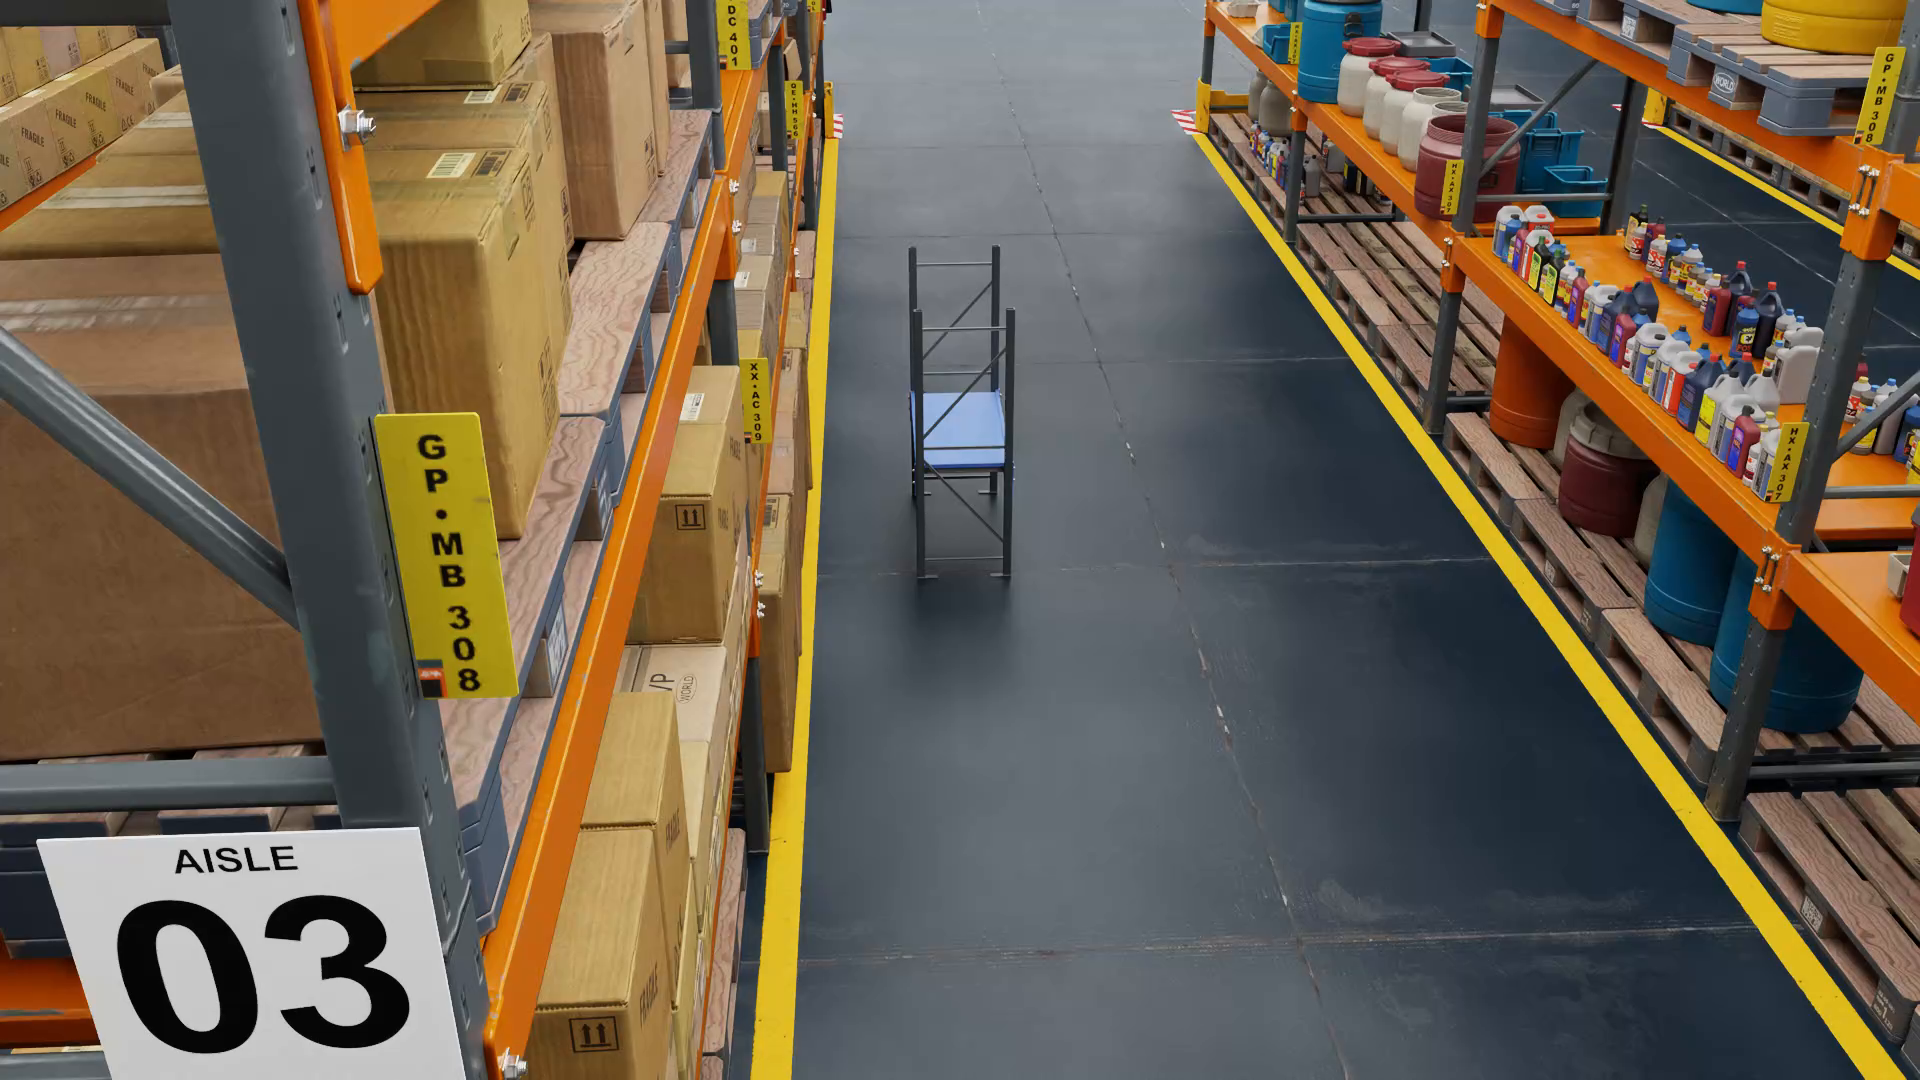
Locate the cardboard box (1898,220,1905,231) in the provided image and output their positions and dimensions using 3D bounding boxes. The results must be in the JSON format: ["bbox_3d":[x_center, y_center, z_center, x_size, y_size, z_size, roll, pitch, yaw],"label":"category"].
[{"bbox_3d":[7.967,-2.768,13.834,0.500,0.250,0.500,-2,28,-4],"label":"cardboard box"}]

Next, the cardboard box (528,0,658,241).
[{"bbox_3d":[-1.157,-1.058,4.121,0.700,0.500,0.500,0,28,0],"label":"cardboard box"}]

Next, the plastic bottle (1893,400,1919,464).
[{"bbox_3d":[4.035,-0.463,7.034,0.097,0.271,0.097,0,28,0],"label":"plastic bottle"}]

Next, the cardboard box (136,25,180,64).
[{"bbox_3d":[-6.689,-3.920,13.359,0.875,0.550,0.550,-1,28,-3],"label":"cardboard box"}]

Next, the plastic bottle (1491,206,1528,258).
[{"bbox_3d":[3.155,-1.766,9.526,0.152,0.276,0.135,-1,28,-3],"label":"plastic bottle"}]

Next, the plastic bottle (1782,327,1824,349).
[{"bbox_3d":[3.960,-0.884,7.835,0.152,0.276,0.135,-1,28,-3],"label":"plastic bottle"}]

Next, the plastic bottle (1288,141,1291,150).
[{"bbox_3d":[3.000,-3.473,15.126,0.061,0.283,0.133,-1,28,-3],"label":"plastic bottle"}]

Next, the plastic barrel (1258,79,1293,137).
[{"bbox_3d":[3.175,-4.273,16.434,0.421,0.512,0.421,0,28,0],"label":"plastic barrel"}]

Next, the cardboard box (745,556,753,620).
[{"bbox_3d":[-0.939,0.183,5.928,0.380,0.149,0.250,-1,28,-2],"label":"cardboard box"}]

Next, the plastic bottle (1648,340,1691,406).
[{"bbox_3d":[3.269,-0.764,7.606,0.152,0.276,0.135,-1,28,-3],"label":"plastic bottle"}]

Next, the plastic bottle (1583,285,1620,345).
[{"bbox_3d":[3.228,-1.125,8.298,0.152,0.276,0.135,-1,28,-3],"label":"plastic bottle"}]

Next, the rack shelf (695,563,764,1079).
[{"bbox_3d":[-1.177,1.181,4.520,1.077,0.370,4.000,-1,28,-3],"label":"rack shelf"}]

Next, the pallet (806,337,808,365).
[{"bbox_3d":[-1.530,-1.033,11.003,1.003,0.211,1.213,-1,28,-3],"label":"pallet"}]

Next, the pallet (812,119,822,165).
[{"bbox_3d":[-1.897,-3.956,16.606,1.003,0.211,1.213,-1,28,-3],"label":"pallet"}]

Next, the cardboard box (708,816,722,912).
[{"bbox_3d":[-0.859,0.894,4.565,0.380,0.149,0.250,-1,28,-2],"label":"cardboard box"}]

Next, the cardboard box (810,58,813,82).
[{"bbox_3d":[-1.410,-3.867,13.692,0.380,0.149,0.250,-1,28,-3],"label":"cardboard box"}]

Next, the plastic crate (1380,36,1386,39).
[{"bbox_3d":[3.346,-4.093,13.921,0.767,0.338,0.504,-1,28,-3],"label":"plastic crate"}]

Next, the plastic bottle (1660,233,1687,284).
[{"bbox_3d":[3.913,-1.545,9.107,0.097,0.271,0.097,0,28,0],"label":"plastic bottle"}]

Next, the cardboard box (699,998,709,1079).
[{"bbox_3d":[-1.280,1.417,5.134,0.875,0.875,0.875,-1,28,-3],"label":"cardboard box"}]

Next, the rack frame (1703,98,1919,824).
[{"bbox_3d":[3.664,-0.181,6.354,1.000,3.000,0.127,-1,28,-3],"label":"rack frame"}]

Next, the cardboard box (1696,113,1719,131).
[{"bbox_3d":[7.820,-4.324,16.816,0.500,0.250,0.500,-1,28,-3],"label":"cardboard box"}]

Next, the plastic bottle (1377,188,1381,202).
[{"bbox_3d":[3.663,-3.035,14.375,0.097,0.201,0.097,0,28,0],"label":"plastic bottle"}]

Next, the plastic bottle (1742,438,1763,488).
[{"bbox_3d":[3.288,-0.320,6.835,0.097,0.201,0.097,0,28,0],"label":"plastic bottle"}]

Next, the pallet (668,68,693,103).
[{"bbox_3d":[-1.379,-1.729,6.285,0.805,0.209,1.217,-2,28,-5],"label":"pallet"}]

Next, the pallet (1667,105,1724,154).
[{"bbox_3d":[8.066,-4.252,17.175,1.003,0.211,1.213,-1,28,-3],"label":"pallet"}]

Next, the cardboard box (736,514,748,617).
[{"bbox_3d":[-0.997,0.071,5.712,0.500,0.250,0.500,-2,28,-4],"label":"cardboard box"}]

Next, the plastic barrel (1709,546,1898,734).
[{"bbox_3d":[3.653,0.311,7.224,0.600,0.901,0.708,-1,28,-3],"label":"plastic barrel"}]

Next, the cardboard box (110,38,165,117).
[{"bbox_3d":[-6.364,-3.493,12.595,0.500,0.500,0.500,-2,28,-3],"label":"cardboard box"}]

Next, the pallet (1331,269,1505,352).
[{"bbox_3d":[3.393,-1.713,12.306,1.003,0.211,1.213,-1,28,-3],"label":"pallet"}]

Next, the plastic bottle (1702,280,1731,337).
[{"bbox_3d":[3.828,-1.184,8.402,0.061,0.283,0.133,-1,28,-3],"label":"plastic bottle"}]

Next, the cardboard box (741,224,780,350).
[{"bbox_3d":[-1.167,-1.261,8.316,0.500,0.500,0.500,-2,28,-4],"label":"cardboard box"}]

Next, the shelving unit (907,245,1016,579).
[{"bbox_3d":[-0.004,-0.704,8.979,0.538,1.500,1.048,-1,28,-3],"label":"shelving unit"}]

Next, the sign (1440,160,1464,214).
[{"bbox_3d":[2.907,-2.084,9.826,0.100,0.325,0.005,-1,28,-3],"label":"sign"}]

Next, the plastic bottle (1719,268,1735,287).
[{"bbox_3d":[3.962,-1.272,8.572,0.061,0.283,0.133,-1,28,-3],"label":"plastic bottle"}]

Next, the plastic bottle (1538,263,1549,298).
[{"bbox_3d":[3.165,-1.403,8.912,0.097,0.201,0.097,0,28,0],"label":"plastic bottle"}]

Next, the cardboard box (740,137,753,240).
[{"bbox_3d":[-1.437,-1.759,8.186,0.797,0.503,0.637,-1,28,-1],"label":"cardboard box"}]

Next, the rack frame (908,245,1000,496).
[{"bbox_3d":[-0.031,-0.939,9.429,0.500,1.500,0.032,-1,28,-3],"label":"rack frame"}]

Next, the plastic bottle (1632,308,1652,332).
[{"bbox_3d":[3.277,-0.985,8.034,0.097,0.271,0.097,0,28,0],"label":"plastic bottle"}]

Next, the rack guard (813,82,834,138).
[{"bbox_3d":[-1.904,-4.460,17.261,1.175,0.500,0.348,-1,28,-3],"label":"rack guard"}]

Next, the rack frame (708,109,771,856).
[{"bbox_3d":[-1.282,-0.062,6.125,1.000,3.000,0.127,-1,28,-3],"label":"rack frame"}]

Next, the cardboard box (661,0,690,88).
[{"bbox_3d":[-1.322,-1.890,5.824,0.700,0.500,0.500,-1,28,-1],"label":"cardboard box"}]

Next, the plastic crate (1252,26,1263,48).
[{"bbox_3d":[2.909,-4.503,14.924,0.530,0.136,0.437,-1,28,-3],"label":"plastic crate"}]

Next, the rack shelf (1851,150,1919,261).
[{"bbox_3d":[3.769,-0.269,4.056,1.077,0.370,4.000,-1,28,-3],"label":"rack shelf"}]

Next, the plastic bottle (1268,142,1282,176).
[{"bbox_3d":[2.894,-3.467,15.122,0.152,0.276,0.135,-1,28,-2],"label":"plastic bottle"}]

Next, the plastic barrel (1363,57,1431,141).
[{"bbox_3d":[3.116,-3.150,11.899,0.433,0.535,0.433,0,28,0],"label":"plastic barrel"}]

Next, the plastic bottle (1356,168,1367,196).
[{"bbox_3d":[3.517,-3.170,14.546,0.061,0.283,0.133,-1,28,-3],"label":"plastic bottle"}]

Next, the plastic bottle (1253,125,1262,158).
[{"bbox_3d":[2.815,-3.764,15.684,0.061,0.283,0.133,-1,28,-2],"label":"plastic bottle"}]

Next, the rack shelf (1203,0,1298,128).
[{"bbox_3d":[3.142,-4.480,15.375,1.077,0.370,4.000,-1,28,-3],"label":"rack shelf"}]

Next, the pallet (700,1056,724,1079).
[{"bbox_3d":[-1.253,2.093,5.010,1.003,0.211,1.213,-1,28,-3],"label":"pallet"}]

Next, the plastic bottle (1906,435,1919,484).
[{"bbox_3d":[3.968,-0.348,6.728,0.144,0.351,0.185,-1,28,-3],"label":"plastic bottle"}]
